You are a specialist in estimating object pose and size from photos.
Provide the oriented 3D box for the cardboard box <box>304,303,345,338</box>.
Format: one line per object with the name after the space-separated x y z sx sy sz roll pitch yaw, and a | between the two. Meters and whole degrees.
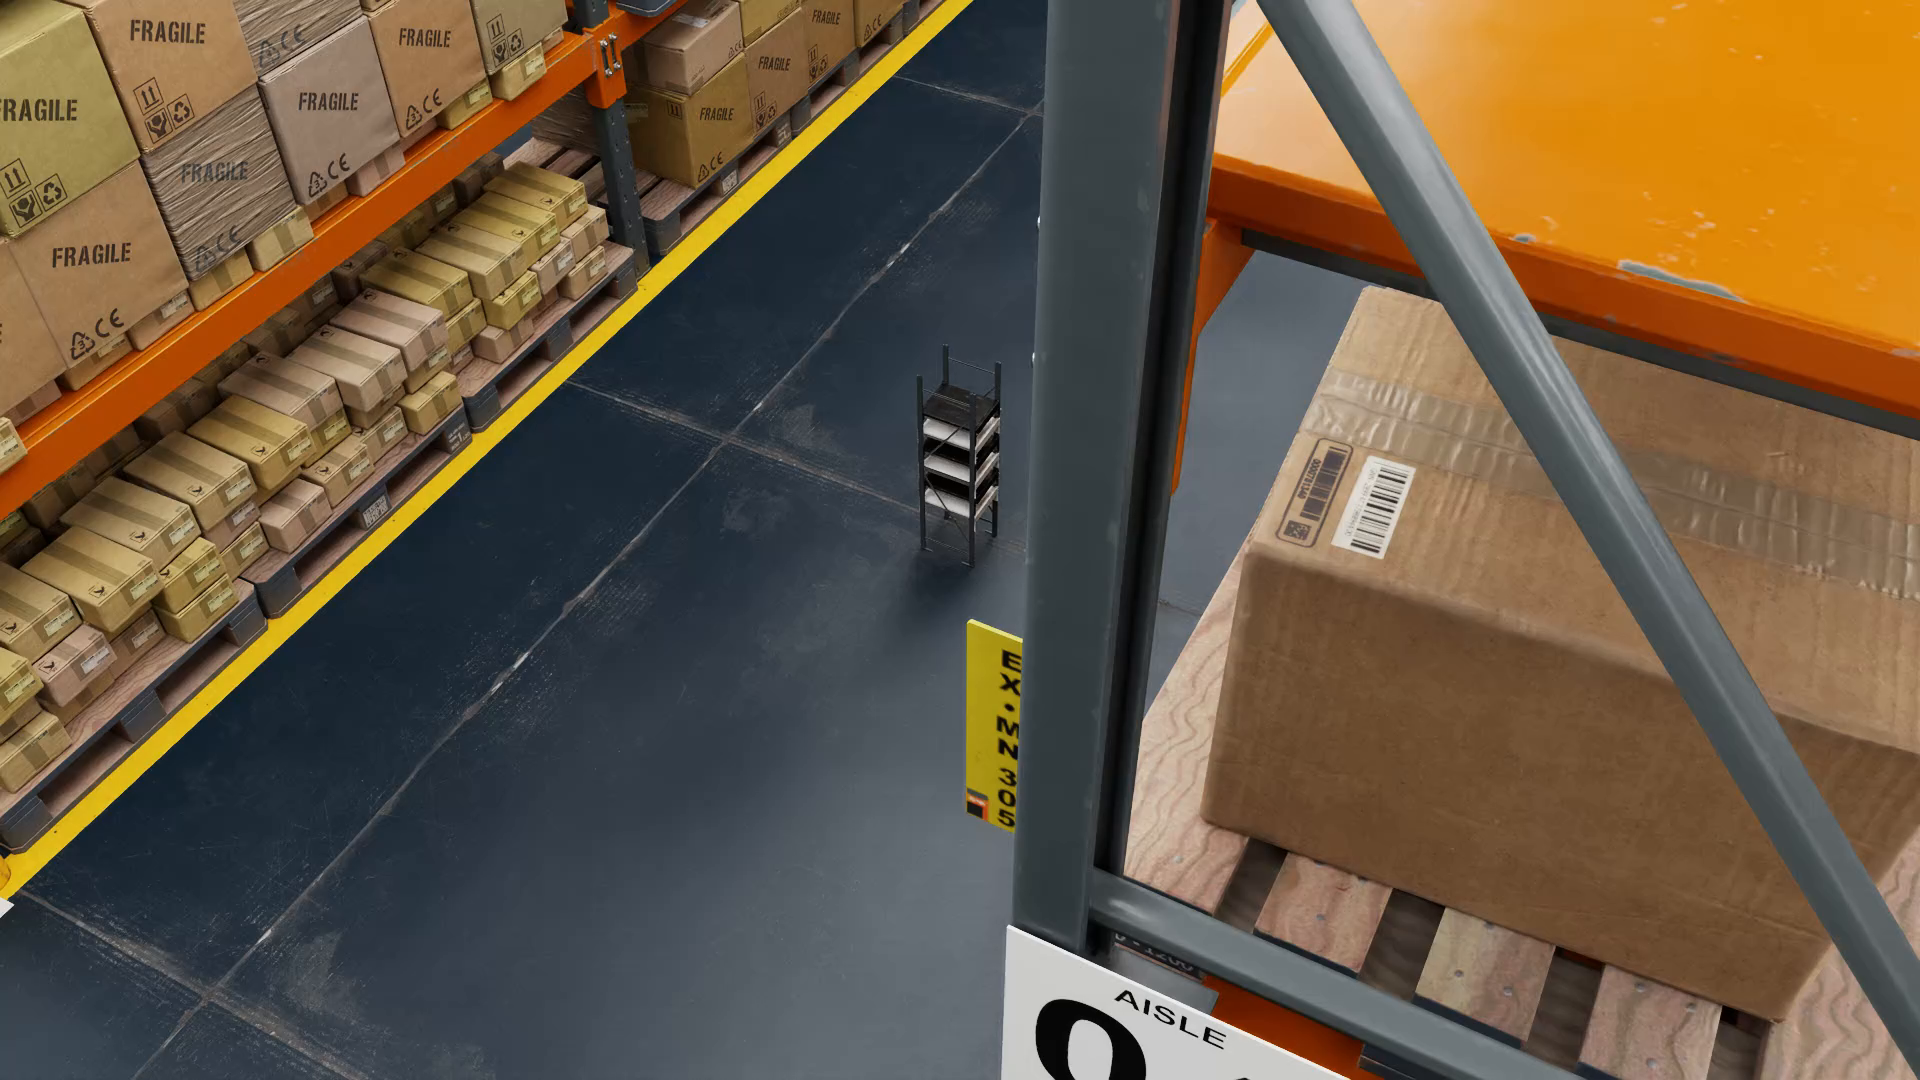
-2.810 -0.923 7.054 0.380 0.149 0.250 23 50 21 | cardboard box

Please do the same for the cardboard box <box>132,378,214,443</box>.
-3.151 -0.541 6.466 0.380 0.149 0.250 19 48 18 | cardboard box

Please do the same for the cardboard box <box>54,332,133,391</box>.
-2.979 -0.670 5.480 0.380 0.149 0.250 20 49 19 | cardboard box

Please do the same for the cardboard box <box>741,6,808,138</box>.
-1.141 -2.466 8.540 0.500 0.500 0.500 23 50 21 | cardboard box

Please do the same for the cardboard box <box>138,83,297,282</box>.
-2.671 -1.270 5.616 0.500 0.500 0.500 19 48 18 | cardboard box

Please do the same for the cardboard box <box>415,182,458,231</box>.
-2.487 -1.537 7.451 0.380 0.149 0.250 23 50 21 | cardboard box

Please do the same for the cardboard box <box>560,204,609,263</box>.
-1.828 -1.432 7.556 0.380 0.149 0.250 21 49 20 | cardboard box

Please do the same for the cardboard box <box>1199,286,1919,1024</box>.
0.720 0.118 1.979 0.700 0.500 0.500 18 48 17 | cardboard box

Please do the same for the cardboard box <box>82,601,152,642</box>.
-3.137 0.202 5.941 0.380 0.149 0.250 21 49 20 | cardboard box

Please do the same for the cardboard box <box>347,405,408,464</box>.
-2.504 -0.477 6.821 0.380 0.149 0.250 21 49 20 | cardboard box

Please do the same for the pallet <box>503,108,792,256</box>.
-1.603 -1.996 8.574 1.003 0.211 1.213 20 49 19 | pallet

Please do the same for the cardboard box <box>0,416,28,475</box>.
-3.126 -0.299 5.113 0.380 0.149 0.250 19 48 18 | cardboard box

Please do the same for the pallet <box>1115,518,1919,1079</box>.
0.861 0.242 2.355 1.003 0.211 1.213 20 49 19 | pallet

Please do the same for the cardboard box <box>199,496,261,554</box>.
-2.883 -0.122 6.262 0.380 0.149 0.250 18 48 17 | cardboard box

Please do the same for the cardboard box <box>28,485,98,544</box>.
-3.372 -0.105 6.245 0.380 0.149 0.250 20 49 19 | cardboard box

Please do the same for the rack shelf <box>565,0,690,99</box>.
-1.035 -3.492 8.598 1.077 0.370 4.000 20 49 19 | rack shelf

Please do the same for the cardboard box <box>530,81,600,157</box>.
-1.843 -2.303 8.380 0.500 0.500 0.500 20 49 18 | cardboard box

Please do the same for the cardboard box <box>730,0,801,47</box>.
-1.141 -2.732 8.276 0.500 0.250 0.500 22 49 20 | cardboard box

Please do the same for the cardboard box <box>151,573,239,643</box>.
-2.919 0.189 6.163 0.380 0.149 0.250 21 49 20 | cardboard box

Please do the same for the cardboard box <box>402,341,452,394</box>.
-2.355 -0.790 6.922 0.380 0.149 0.250 22 49 20 | cardboard box

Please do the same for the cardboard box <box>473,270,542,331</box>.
-2.051 -1.083 7.211 0.380 0.149 0.250 19 48 18 | cardboard box

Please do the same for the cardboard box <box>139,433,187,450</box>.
-3.224 -0.456 6.591 0.380 0.149 0.250 23 50 21 | cardboard box

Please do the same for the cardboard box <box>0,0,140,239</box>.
-2.887 -1.292 4.935 0.500 0.500 0.500 19 48 18 | cardboard box

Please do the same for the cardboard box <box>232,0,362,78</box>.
-2.427 -1.946 5.582 0.500 0.500 0.500 22 49 20 | cardboard box

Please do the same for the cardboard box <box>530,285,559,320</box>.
-2.038 -1.135 7.472 0.380 0.149 0.250 22 49 20 | cardboard box

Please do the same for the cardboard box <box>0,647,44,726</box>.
-3.276 0.462 5.475 0.380 0.149 0.250 18 48 17 | cardboard box

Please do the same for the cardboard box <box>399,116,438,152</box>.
-2.269 -1.653 6.451 0.380 0.149 0.250 19 48 18 | cardboard box

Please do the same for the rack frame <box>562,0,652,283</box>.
-1.963 -2.485 7.097 1.000 3.000 0.127 20 49 19 | rack frame

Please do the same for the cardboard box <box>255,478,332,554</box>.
-2.693 -0.131 6.480 0.380 0.149 0.250 18 48 17 | cardboard box

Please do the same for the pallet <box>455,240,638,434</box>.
-2.244 -1.070 7.659 1.003 0.211 1.213 20 49 19 | pallet

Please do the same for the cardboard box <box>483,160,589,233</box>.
-1.898 -1.530 7.444 0.380 0.149 0.250 22 49 20 | cardboard box

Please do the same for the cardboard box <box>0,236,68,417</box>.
-3.141 -0.642 4.996 0.500 0.500 0.500 21 49 19 | cardboard box

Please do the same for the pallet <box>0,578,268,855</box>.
-3.376 0.467 6.140 1.003 0.211 1.213 20 49 19 | pallet

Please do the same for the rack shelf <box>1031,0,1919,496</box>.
1.455 -1.239 2.435 1.077 0.370 4.000 20 49 19 | rack shelf

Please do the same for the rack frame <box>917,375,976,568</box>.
-0.051 -0.247 6.362 0.240 0.900 0.006 20 49 19 | rack frame

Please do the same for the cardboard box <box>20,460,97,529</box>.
-3.447 -0.224 6.153 0.380 0.149 0.250 19 48 18 | cardboard box

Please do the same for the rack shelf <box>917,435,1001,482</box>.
-0.004 -0.351 6.385 0.258 0.077 0.200 20 49 19 | rack shelf

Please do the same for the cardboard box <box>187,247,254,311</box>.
-2.700 -0.972 5.779 0.380 0.149 0.250 22 49 20 | cardboard box

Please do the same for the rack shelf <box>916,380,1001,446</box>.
-0.004 -0.478 6.257 0.258 0.077 0.200 20 49 19 | rack shelf

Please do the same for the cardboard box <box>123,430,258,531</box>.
-2.845 -0.223 6.152 0.380 0.149 0.250 22 49 21 | cardboard box

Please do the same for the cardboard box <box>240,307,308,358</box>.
-2.905 -0.857 6.779 0.380 0.149 0.250 19 48 17 | cardboard box

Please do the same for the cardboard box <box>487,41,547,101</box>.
-1.911 -1.941 6.736 0.380 0.149 0.250 19 48 18 | cardboard box

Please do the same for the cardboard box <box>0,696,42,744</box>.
-3.349 0.539 5.608 0.380 0.149 0.250 22 49 21 | cardboard box

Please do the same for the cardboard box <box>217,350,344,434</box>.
-2.650 -0.563 6.489 0.380 0.149 0.250 21 49 19 | cardboard box

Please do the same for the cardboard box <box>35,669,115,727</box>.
-3.244 0.473 5.883 0.380 0.149 0.250 20 49 19 | cardboard box

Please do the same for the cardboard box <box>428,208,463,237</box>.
-2.453 -1.423 7.548 0.380 0.149 0.250 21 49 19 | cardboard box

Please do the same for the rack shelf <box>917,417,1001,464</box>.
-0.004 -0.414 6.321 0.258 0.077 0.200 20 49 19 | rack shelf

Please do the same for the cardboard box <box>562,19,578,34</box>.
-1.841 -2.570 8.116 0.500 0.250 0.500 19 48 18 | cardboard box

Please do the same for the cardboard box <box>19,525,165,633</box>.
-3.024 0.132 5.801 0.380 0.149 0.250 20 49 19 | cardboard box

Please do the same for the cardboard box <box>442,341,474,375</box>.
-2.334 -0.821 7.162 0.380 0.149 0.250 19 48 18 | cardboard box

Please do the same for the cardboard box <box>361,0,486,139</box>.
-2.180 -1.900 6.239 0.500 0.500 0.500 19 48 18 | cardboard box

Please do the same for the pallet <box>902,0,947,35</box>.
-0.470 -3.533 10.093 1.003 0.211 1.213 20 49 19 | pallet

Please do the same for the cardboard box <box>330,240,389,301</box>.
-2.662 -1.190 7.108 0.380 0.149 0.250 19 48 18 | cardboard box

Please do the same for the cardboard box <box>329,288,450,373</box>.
-2.324 -0.858 6.779 0.380 0.149 0.250 18 48 17 | cardboard box

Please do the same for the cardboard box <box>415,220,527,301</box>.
-2.090 -1.196 7.114 0.380 0.149 0.250 20 49 19 | cardboard box

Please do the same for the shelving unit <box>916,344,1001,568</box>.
-0.004 -0.311 6.425 0.258 0.900 0.210 20 49 19 | shelving unit

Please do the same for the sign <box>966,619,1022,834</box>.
0.052 0.210 1.757 0.100 0.325 0.005 20 49 19 | sign

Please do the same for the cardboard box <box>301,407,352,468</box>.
-2.659 -0.474 6.609 0.380 0.149 0.250 23 50 21 | cardboard box

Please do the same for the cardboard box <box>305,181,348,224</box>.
-2.495 -1.315 6.117 0.380 0.149 0.250 20 49 18 | cardboard box

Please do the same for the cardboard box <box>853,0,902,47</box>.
-0.656 -3.109 9.176 0.500 0.500 0.500 18 48 17 | cardboard box
